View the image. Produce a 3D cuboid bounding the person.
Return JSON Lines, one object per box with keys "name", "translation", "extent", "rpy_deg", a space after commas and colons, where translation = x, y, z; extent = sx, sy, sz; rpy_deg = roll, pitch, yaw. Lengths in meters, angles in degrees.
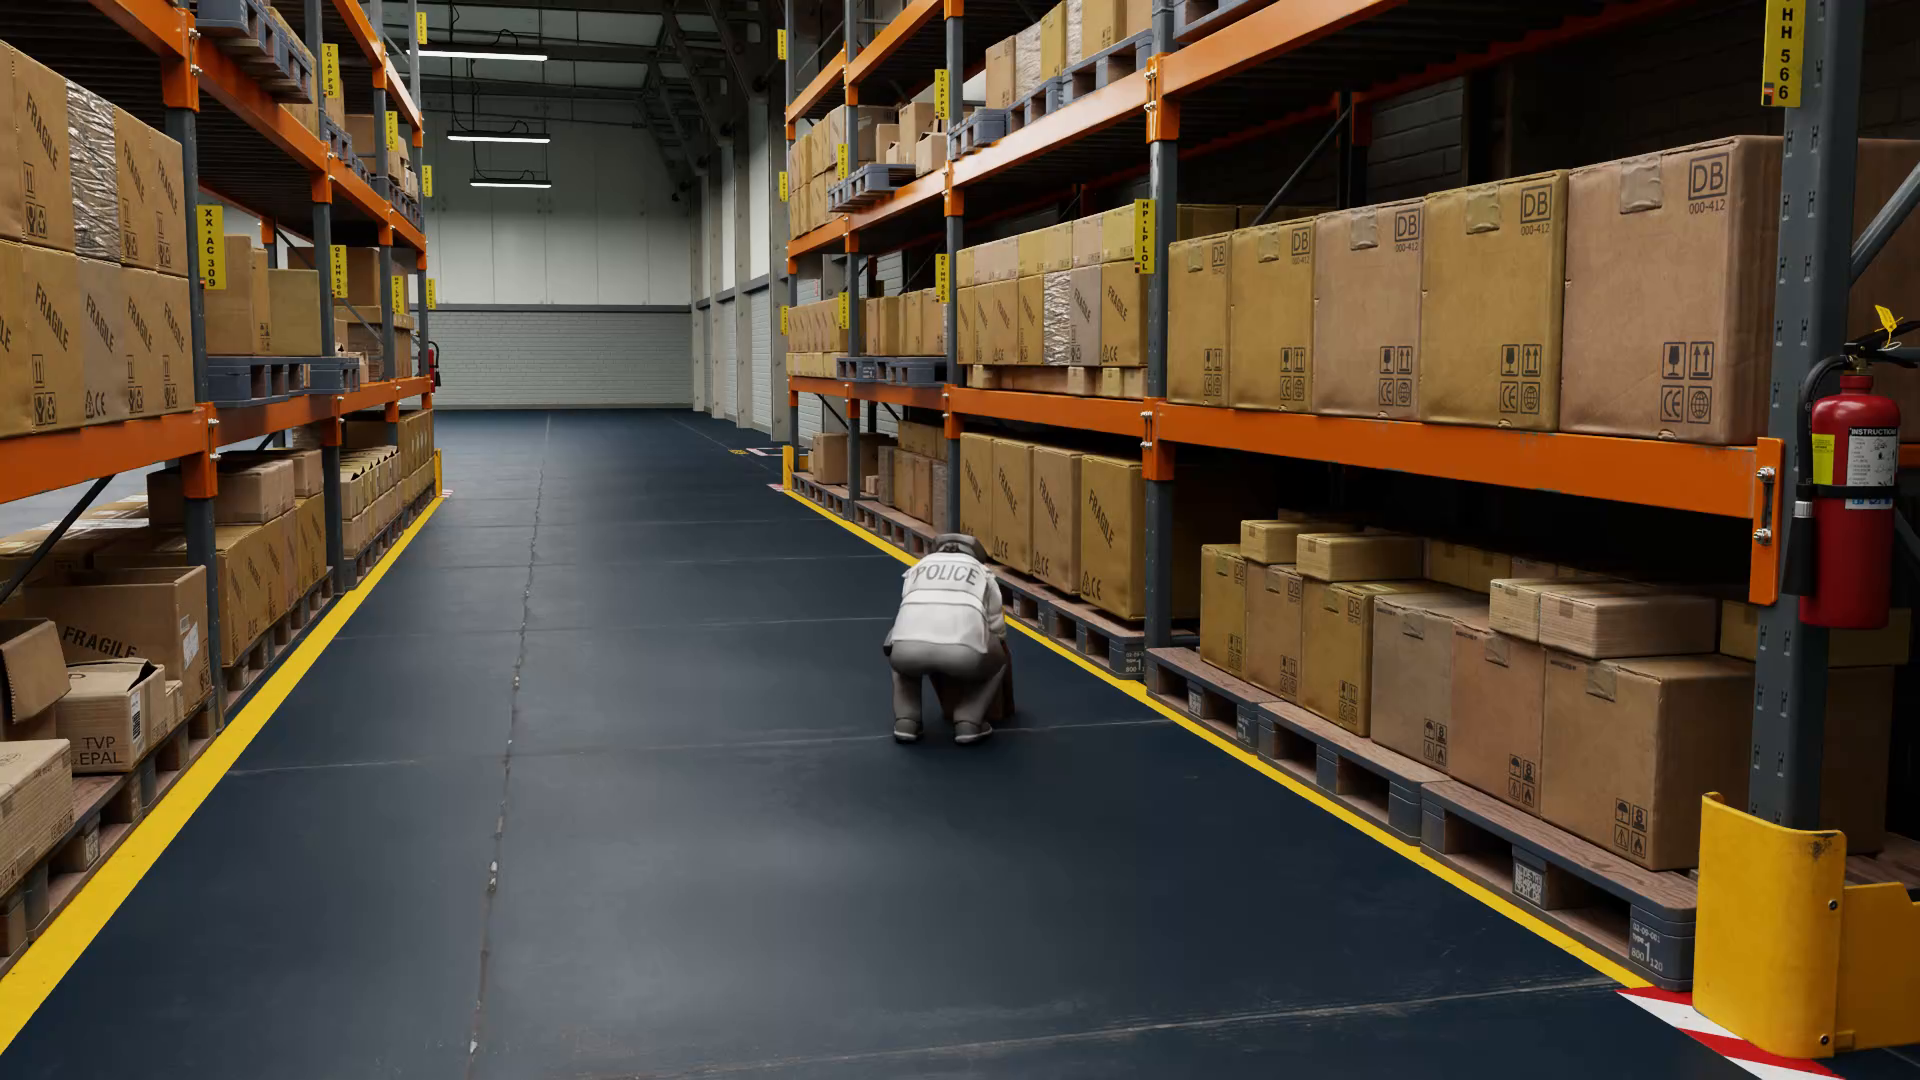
{"name": "person", "translation": [-0.049, 0.423, 6.760], "extent": [0.477, 0.845, 0.899], "rpy_deg": [1, 6, 11]}
